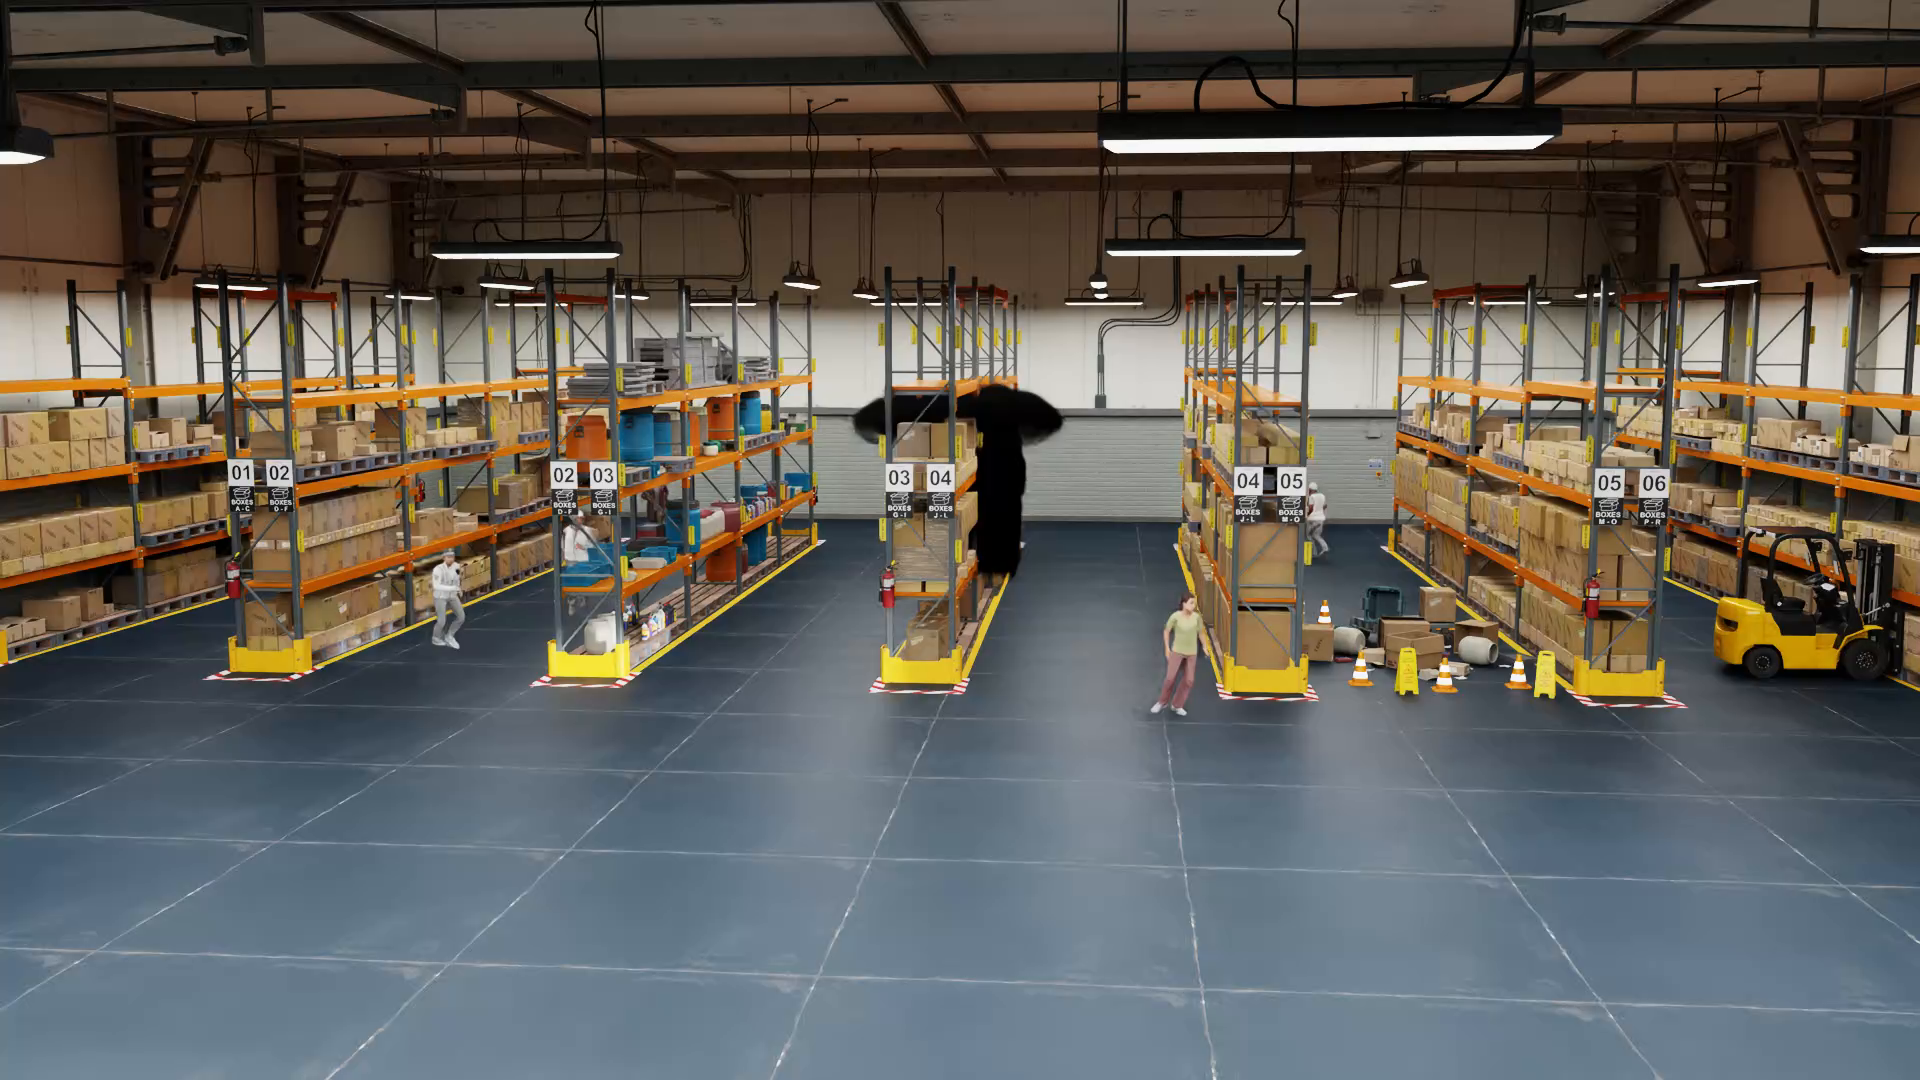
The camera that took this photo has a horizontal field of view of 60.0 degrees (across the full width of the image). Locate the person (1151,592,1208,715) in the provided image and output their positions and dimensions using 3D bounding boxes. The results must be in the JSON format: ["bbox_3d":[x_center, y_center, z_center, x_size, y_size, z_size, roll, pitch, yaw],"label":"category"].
[{"bbox_3d":[2.912,1.524,22.070,0.714,1.662,0.559,-2,7,-18],"label":"person"}]

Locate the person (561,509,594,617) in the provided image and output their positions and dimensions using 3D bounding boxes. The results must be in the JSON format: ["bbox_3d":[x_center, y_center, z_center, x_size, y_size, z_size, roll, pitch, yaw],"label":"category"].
[{"bbox_3d":[-6.664,0.393,28.895,0.651,1.861,0.721,0,7,-1],"label":"person"}]

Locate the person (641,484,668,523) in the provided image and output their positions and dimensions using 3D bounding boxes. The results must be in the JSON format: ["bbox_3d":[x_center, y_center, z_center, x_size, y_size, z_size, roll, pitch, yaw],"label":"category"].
[{"bbox_3d":[-7.290,-0.685,39.745,0.666,1.853,0.840,-1,7,-11],"label":"person"}]

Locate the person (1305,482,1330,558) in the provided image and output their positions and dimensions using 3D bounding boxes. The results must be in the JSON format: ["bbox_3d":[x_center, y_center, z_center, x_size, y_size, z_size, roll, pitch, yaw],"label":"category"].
[{"bbox_3d":[8.127,-0.430,37.676,0.652,1.743,0.771,-4,8,-27],"label":"person"}]

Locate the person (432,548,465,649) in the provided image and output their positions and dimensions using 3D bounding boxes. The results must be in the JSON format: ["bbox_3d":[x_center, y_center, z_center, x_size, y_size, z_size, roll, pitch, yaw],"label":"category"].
[{"bbox_3d":[-7.814,0.894,25.384,0.853,1.606,0.612,6,9,42],"label":"person"}]
